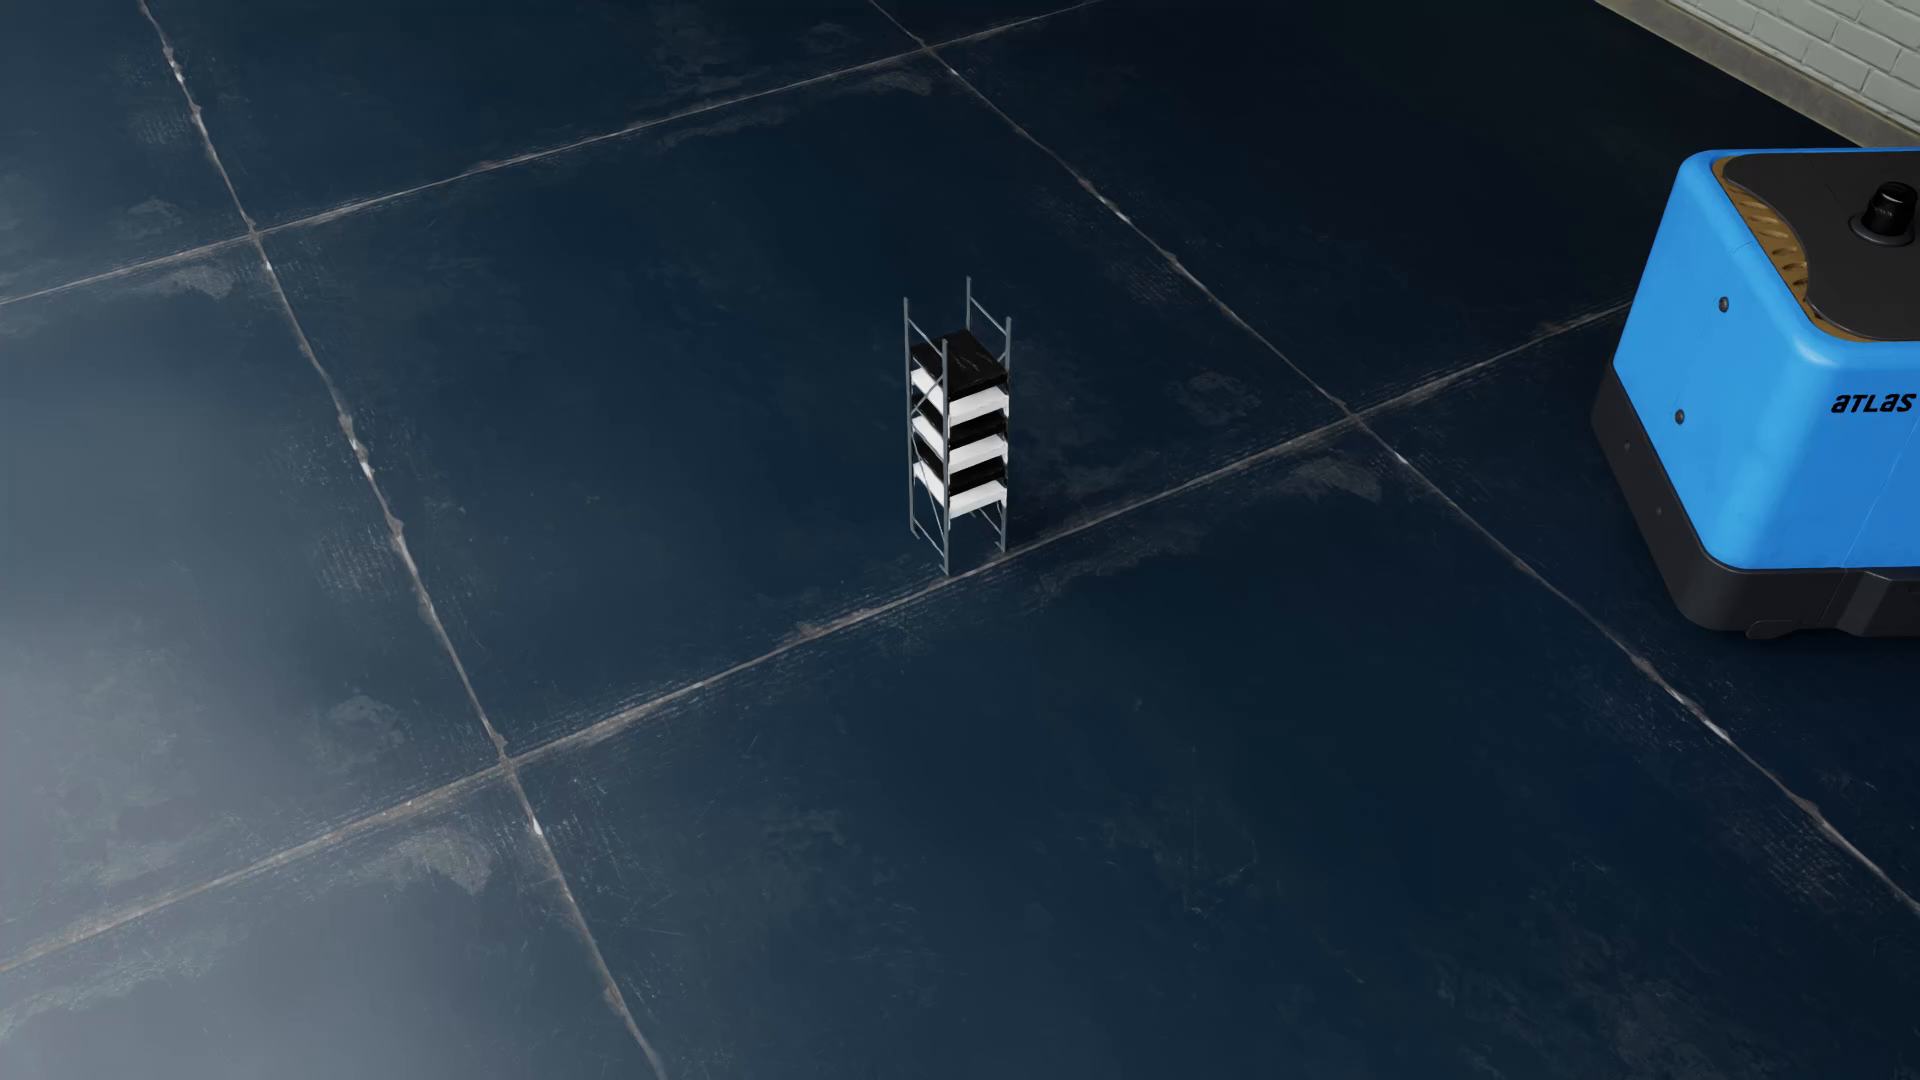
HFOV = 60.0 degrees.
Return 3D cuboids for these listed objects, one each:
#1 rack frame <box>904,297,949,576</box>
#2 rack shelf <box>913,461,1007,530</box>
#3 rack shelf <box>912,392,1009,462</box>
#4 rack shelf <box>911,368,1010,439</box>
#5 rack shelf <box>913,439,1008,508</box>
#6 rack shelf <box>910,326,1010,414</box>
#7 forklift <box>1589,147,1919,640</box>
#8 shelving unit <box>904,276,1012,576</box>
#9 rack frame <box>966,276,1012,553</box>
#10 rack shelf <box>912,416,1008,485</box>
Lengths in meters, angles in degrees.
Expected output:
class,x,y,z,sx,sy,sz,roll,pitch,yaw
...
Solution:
class,x,y,z,sx,sy,sz,roll,pitch,yaw
rack frame,-0.095,-0.285,4.897,0.006,0.900,0.240,-22,48,-21
rack shelf,-0.007,-0.167,5.082,0.200,0.077,0.258,-22,48,-21
rack shelf,-0.007,-0.361,4.894,0.200,0.077,0.258,-22,48,-21
rack shelf,-0.007,-0.425,4.832,0.200,0.077,0.258,-22,48,-21
rack shelf,-0.007,-0.232,5.020,0.200,0.077,0.258,-22,48,-21
rack shelf,-0.007,-0.490,4.769,0.200,0.077,0.258,-22,48,-21
forklift,3.629,-1.129,4.308,3.031,2.935,1.130,-1,44,-1
shelving unit,-0.007,-0.320,4.934,0.210,0.900,0.258,-22,48,-21
rack frame,0.081,-0.355,4.970,0.006,0.900,0.240,-22,48,-21
rack shelf,-0.007,-0.296,4.957,0.200,0.077,0.258,-22,48,-21
